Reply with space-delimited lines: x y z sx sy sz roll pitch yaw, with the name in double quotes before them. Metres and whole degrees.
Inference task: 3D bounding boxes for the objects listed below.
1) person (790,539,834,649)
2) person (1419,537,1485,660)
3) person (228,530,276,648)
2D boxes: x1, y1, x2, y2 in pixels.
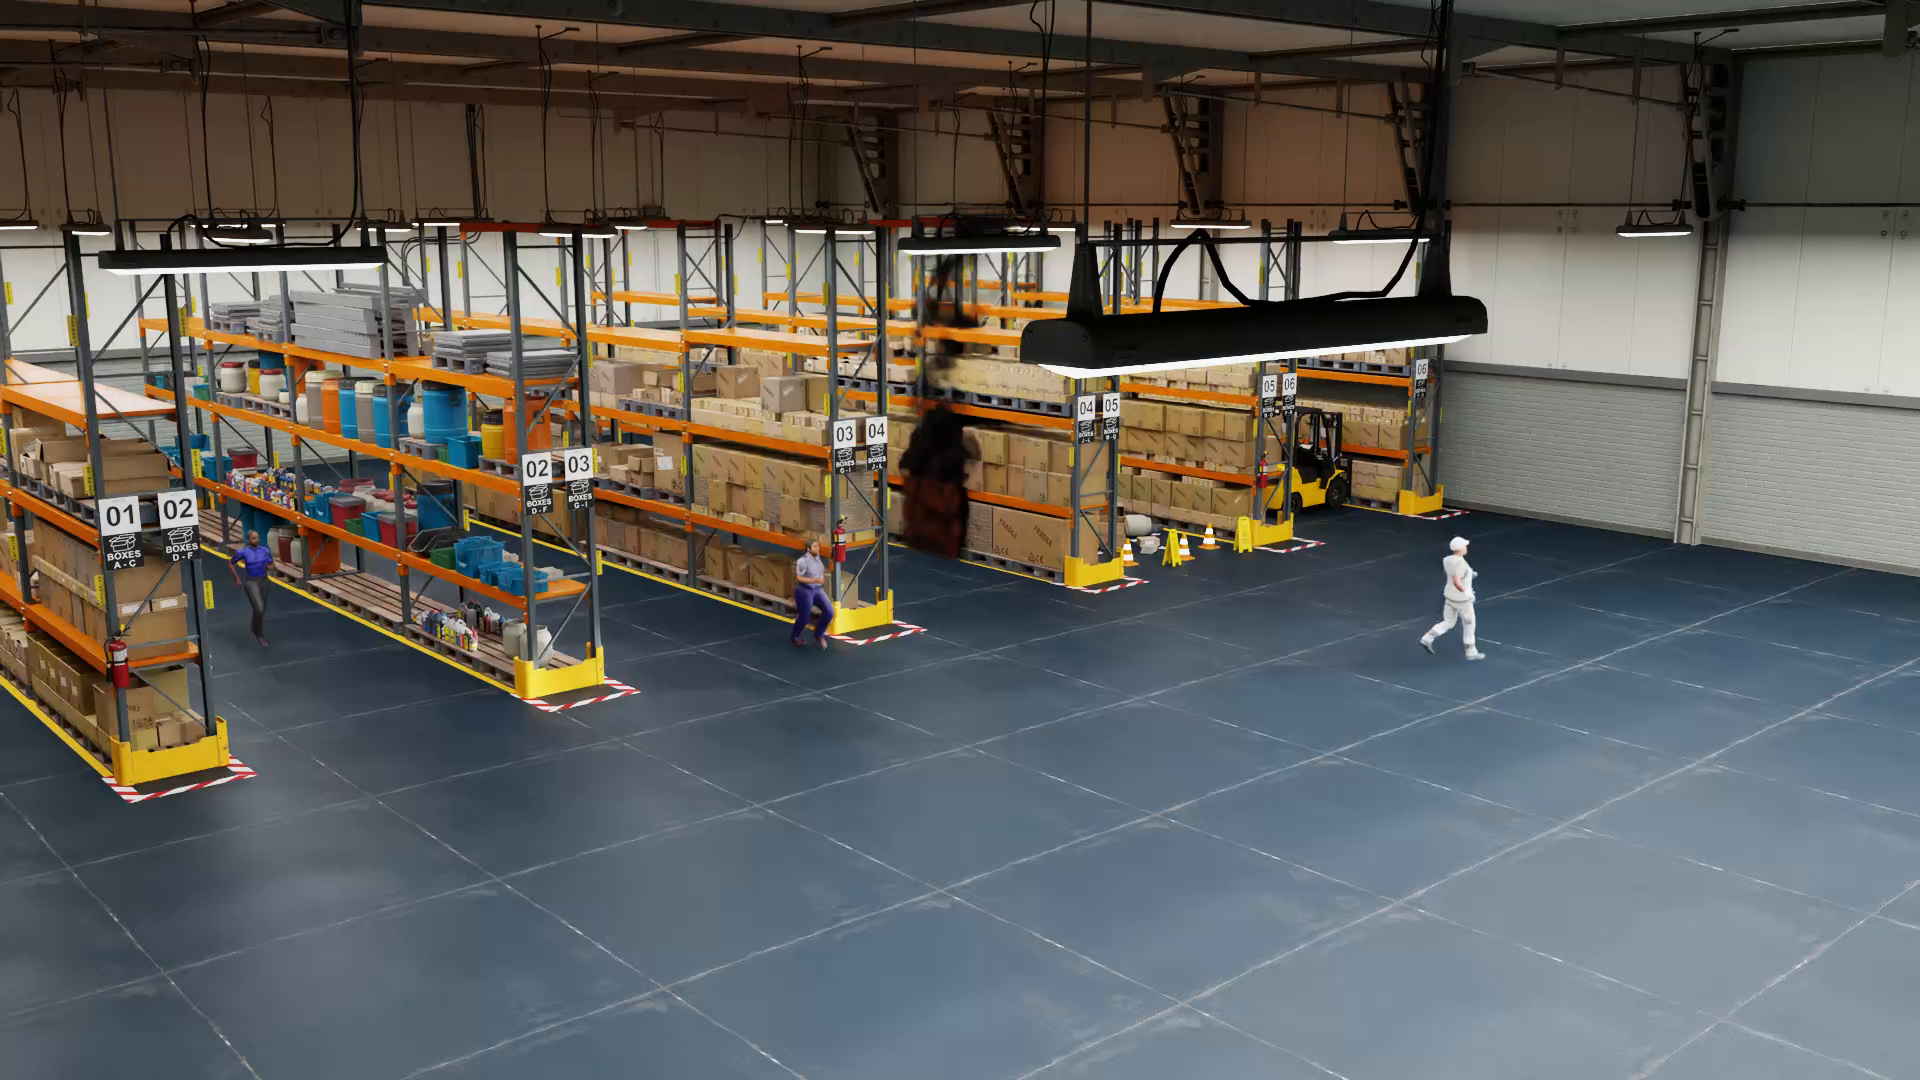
"person" -2.152 0.780 23.956 0.743 1.648 0.623 8 14 35
"person" 6.935 0.823 23.229 0.981 1.768 0.665 -3 12 -15
"person" -10.257 0.700 24.242 0.766 1.721 0.549 9 14 37
